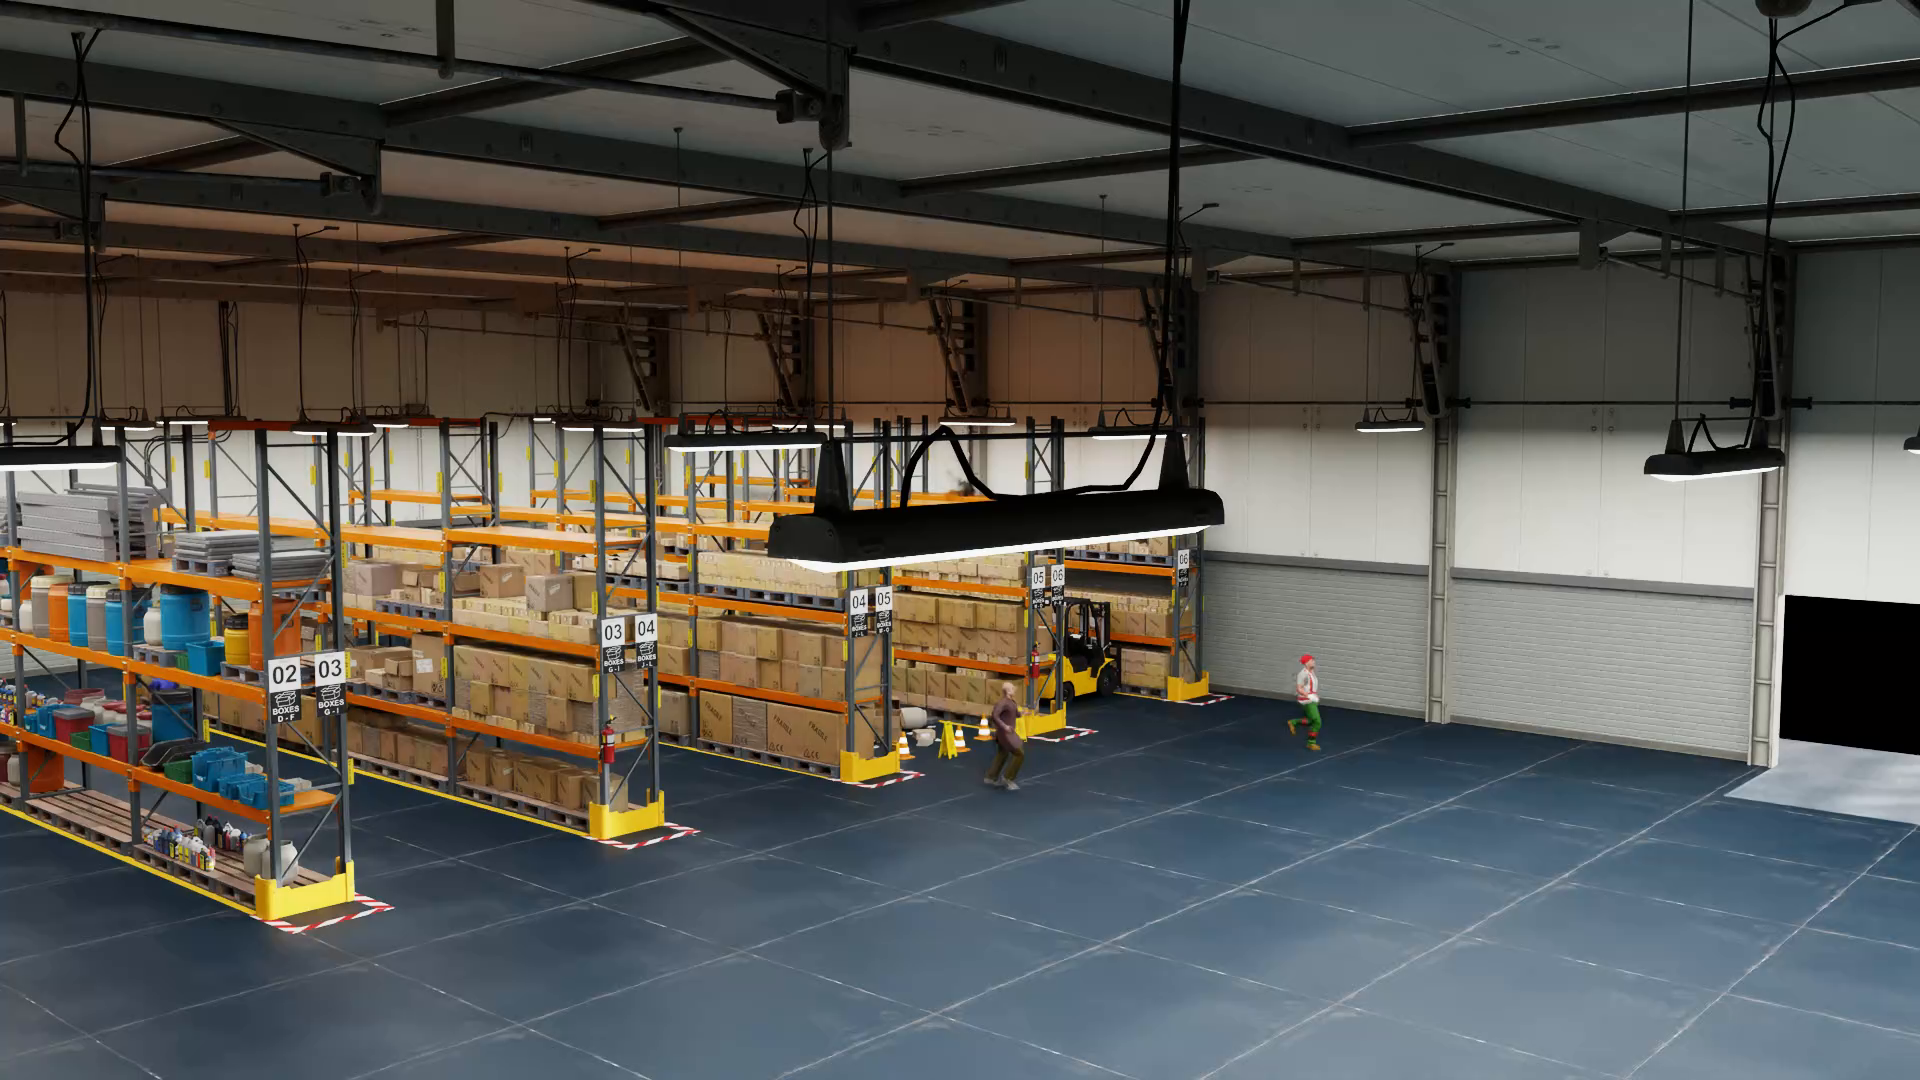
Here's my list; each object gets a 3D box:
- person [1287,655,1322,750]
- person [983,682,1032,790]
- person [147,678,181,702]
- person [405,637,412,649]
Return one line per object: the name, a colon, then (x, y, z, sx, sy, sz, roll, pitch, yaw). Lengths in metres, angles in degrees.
person: (6.299, 2.949, 30.381, 0.670, 1.735, 0.688, 2, 5, 24)
person: (0.775, 3.210, 27.098, 0.787, 1.814, 0.704, 0, 5, 0)
person: (-14.362, 3.035, 30.142, 0.547, 1.614, 0.582, 4, 6, 37)
person: (-13.097, 2.264, 39.921, 0.537, 1.576, 0.566, 1, 5, 8)
